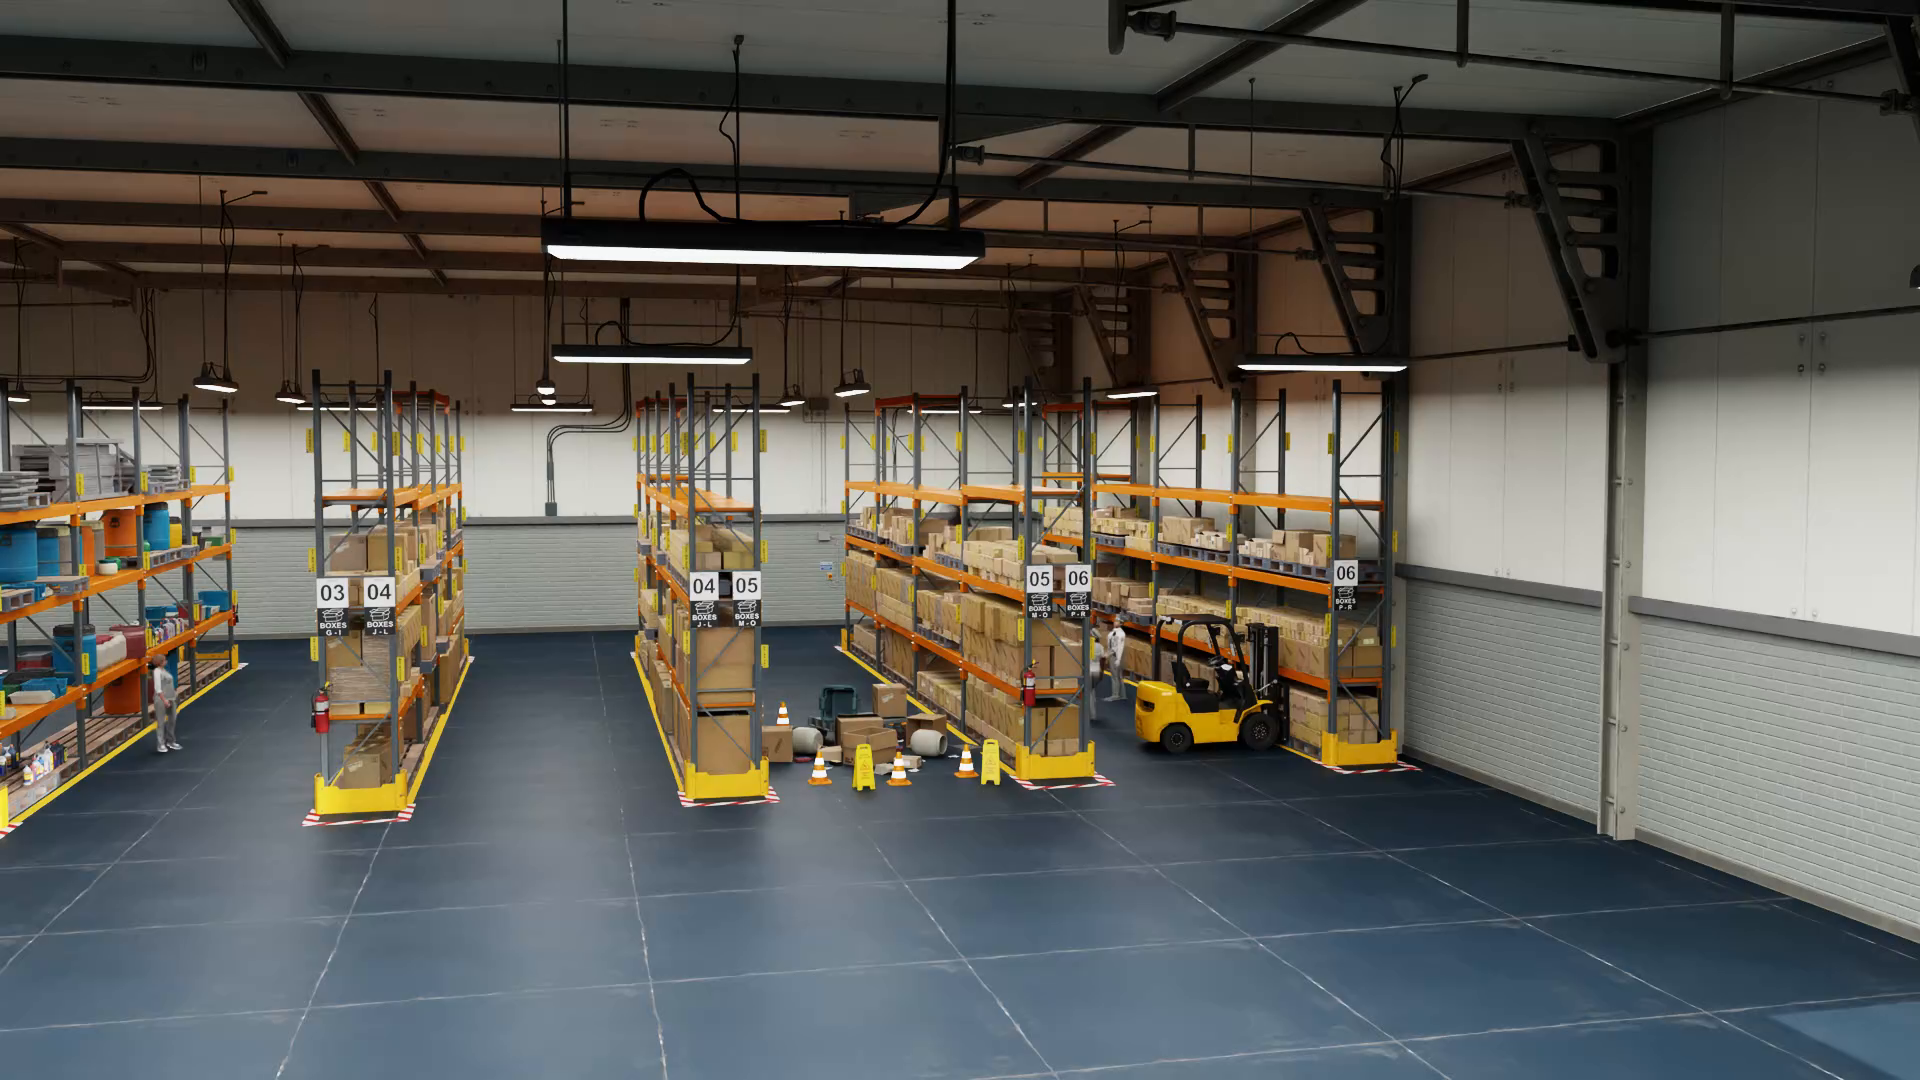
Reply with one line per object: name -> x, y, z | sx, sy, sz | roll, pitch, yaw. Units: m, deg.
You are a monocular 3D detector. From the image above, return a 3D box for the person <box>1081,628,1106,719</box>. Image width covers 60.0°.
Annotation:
person -> 2.359, 2.453, 30.303 | 0.638, 1.732, 0.651 | -1, 3, -11

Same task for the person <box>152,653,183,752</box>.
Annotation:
person -> -12.896, 2.648, 27.068 | 0.486, 1.632, 0.552 | 1, 4, 24

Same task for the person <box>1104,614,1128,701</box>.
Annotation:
person -> 3.040, 2.292, 32.465 | 0.456, 1.690, 0.527 | 0, 3, 5
